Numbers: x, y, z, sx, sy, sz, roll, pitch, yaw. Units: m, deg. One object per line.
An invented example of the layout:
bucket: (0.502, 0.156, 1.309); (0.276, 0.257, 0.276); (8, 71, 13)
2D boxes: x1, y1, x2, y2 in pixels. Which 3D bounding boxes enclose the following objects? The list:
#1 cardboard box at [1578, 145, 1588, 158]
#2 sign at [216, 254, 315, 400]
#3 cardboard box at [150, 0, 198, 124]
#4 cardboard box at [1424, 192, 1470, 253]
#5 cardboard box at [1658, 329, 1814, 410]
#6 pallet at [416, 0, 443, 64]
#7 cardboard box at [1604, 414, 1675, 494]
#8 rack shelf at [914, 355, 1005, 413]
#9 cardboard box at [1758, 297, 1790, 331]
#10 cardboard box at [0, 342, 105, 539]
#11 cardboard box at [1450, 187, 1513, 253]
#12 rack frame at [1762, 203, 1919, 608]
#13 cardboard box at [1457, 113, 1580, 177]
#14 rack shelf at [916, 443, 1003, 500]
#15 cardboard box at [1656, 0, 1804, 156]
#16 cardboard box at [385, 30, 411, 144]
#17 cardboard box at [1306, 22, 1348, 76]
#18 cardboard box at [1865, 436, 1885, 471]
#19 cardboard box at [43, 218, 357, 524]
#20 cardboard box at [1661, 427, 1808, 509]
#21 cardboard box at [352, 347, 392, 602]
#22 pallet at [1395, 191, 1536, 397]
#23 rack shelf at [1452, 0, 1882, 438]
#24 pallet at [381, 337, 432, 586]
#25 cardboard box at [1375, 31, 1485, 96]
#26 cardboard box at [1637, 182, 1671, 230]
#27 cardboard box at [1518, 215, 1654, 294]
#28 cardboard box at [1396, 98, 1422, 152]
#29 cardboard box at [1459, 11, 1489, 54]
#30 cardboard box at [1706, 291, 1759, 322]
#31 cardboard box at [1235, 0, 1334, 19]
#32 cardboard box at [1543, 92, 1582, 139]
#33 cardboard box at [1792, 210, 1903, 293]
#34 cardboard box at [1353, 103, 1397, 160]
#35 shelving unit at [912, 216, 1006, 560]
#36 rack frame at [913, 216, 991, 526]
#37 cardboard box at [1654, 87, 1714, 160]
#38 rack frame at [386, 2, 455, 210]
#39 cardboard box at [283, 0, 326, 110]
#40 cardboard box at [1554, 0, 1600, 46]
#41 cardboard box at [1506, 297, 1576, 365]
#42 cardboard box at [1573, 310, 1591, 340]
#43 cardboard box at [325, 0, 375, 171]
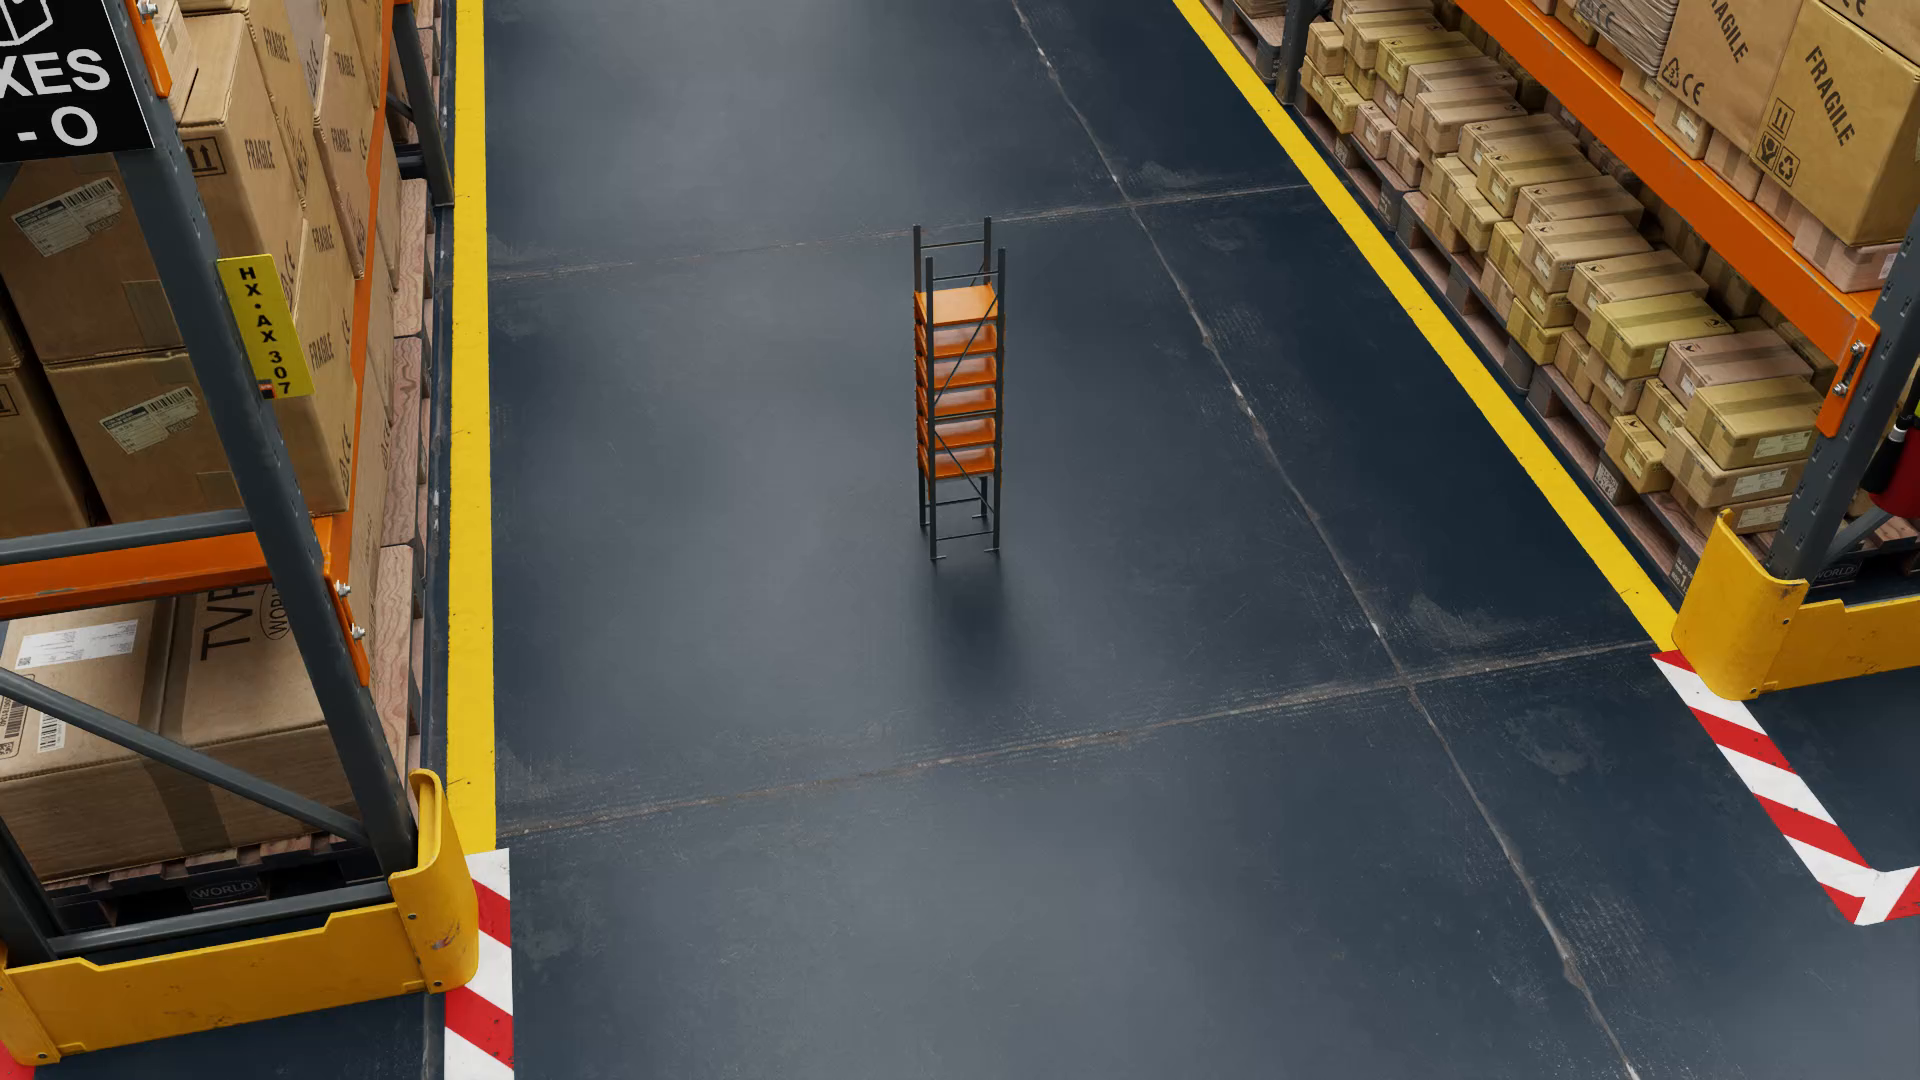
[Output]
cardboard box: (2.650, -1.533, 6.824); (0.380, 0.149, 0.250); (-10, 43, -11)
sign: (-1.350, -0.411, 3.242); (0.100, 0.325, 0.005); (-8, 42, -9)
cardboard box: (-1.700, -0.906, 3.194); (0.380, 0.149, 0.250); (-8, 42, -8)
cardboard box: (2.140, -1.323, 6.812); (0.380, 0.149, 0.250); (-9, 42, -10)
cardboard box: (2.558, -0.548, 5.491); (0.380, 0.149, 0.250); (-8, 42, -8)
pallet: (-3.264, -2.814, 8.761); (1.003, 0.211, 1.213); (-8, 42, -9)
cardboard box: (2.447, -0.311, 5.672); (0.380, 0.149, 0.250); (-7, 42, -8)
rack shelf: (-0.003, -0.515, 5.312); (0.258, 0.103, 0.180); (-8, 42, -9)
cardboard box: (3.031, -0.802, 5.777); (0.380, 0.149, 0.250); (-8, 42, -9)
cardboard box: (-2.256, -0.294, 3.747); (0.500, 0.500, 0.500); (-8, 42, -9)
cardboard box: (2.164, -1.274, 6.533); (0.380, 0.149, 0.250); (-8, 42, -9)
rack frame: (2.918, -0.757, 4.343); (1.000, 3.000, 0.127); (-8, 42, -9)
cardboard box: (2.224, -1.559, 6.630); (0.380, 0.149, 0.250); (-10, 43, -11)
rack shelf: (-0.003, -0.245, 5.551); (0.258, 0.103, 0.180); (-8, 42, -9)
cardboard box: (2.464, -1.495, 4.875); (0.500, 0.500, 0.500); (-9, 42, -10)
cardboard box: (-2.969, -2.328, 7.397); (0.875, 0.875, 0.875); (-7, 42, -8)
cardboard box: (1.821, -2.271, 7.656); (0.380, 0.149, 0.250); (-7, 42, -7)
cardboard box: (3.056, -0.335, 5.475); (0.380, 0.149, 0.250); (-7, 42, -7)
cardboard box: (-1.716, -0.372, 3.834); (0.500, 0.500, 0.500); (-9, 42, -10)
cardboard box: (2.526, -0.260, 5.391); (0.380, 0.149, 0.250); (-9, 42, -10)
cardboard box: (-2.339, -0.186, 5.314); (0.875, 0.438, 0.875); (-7, 42, -8)
pallet: (2.501, -1.084, 6.812); (1.003, 0.211, 1.213); (-8, 42, -9)
rack shelf: (2.487, -1.784, 6.042); (1.077, 0.370, 4.000); (-8, 42, -9)
pallet: (-2.402, -0.236, 5.856); (1.003, 0.211, 1.213); (-8, 42, -9)
cardboard box: (2.031, -2.066, 7.201); (0.380, 0.149, 0.250); (-9, 42, -10)
cardboard box: (2.834, -1.309, 6.348); (0.380, 0.149, 0.250); (-8, 42, -9)
cardboard box: (2.272, -1.041, 6.046); (0.380, 0.149, 0.250); (-7, 42, -8)
cardboard box: (2.106, -1.792, 7.116); (0.380, 0.149, 0.250); (-10, 43, -11)
cardboard box: (2.480, -2.310, 7.476); (0.380, 0.149, 0.250); (-8, 42, -9)
cardboard box: (2.963, -0.849, 6.054); (0.380, 0.149, 0.250); (-7, 42, -8)
cardboard box: (1.649, -3.016, 8.454); (0.500, 0.500, 0.500); (-9, 42, -10)
cardboard box: (2.669, -1.808, 6.910); (0.380, 0.149, 0.250); (-10, 43, -11)
cardboard box: (2.572, -0.834, 4.619); (0.380, 0.149, 0.250); (-8, 42, -9)
cardboard box: (1.982, -1.832, 7.386); (0.380, 0.149, 0.250); (-9, 42, -9)
shelving unit: (-0.003, -0.458, 5.362); (0.258, 1.200, 0.189); (-8, 42, -9)
rack frame: (-0.023, -0.517, 5.429); (0.240, 1.200, 0.006); (-8, 42, -9)
cardboard box: (2.408, -1.323, 5.170); (0.380, 0.149, 0.250); (-7, 42, -8)
rack frame: (-2.757, -2.575, 6.391); (1.000, 3.000, 0.127); (-8, 42, -9)
cardboard box: (-1.956, -1.412, 4.252); (0.500, 0.500, 0.500); (-9, 42, -10)
cardboard box: (2.307, -1.851, 5.765); (0.380, 0.149, 0.250); (-8, 42, -9)
cardboard box: (2.291, -0.809, 6.233); (0.380, 0.149, 0.250); (-10, 43, -11)
cardboard box: (2.454, -0.786, 5.983); (0.380, 0.149, 0.250); (-9, 42, -10)
cardboard box: (-2.069, -1.350, 4.936); (0.500, 0.500, 0.500); (-7, 42, -8)
